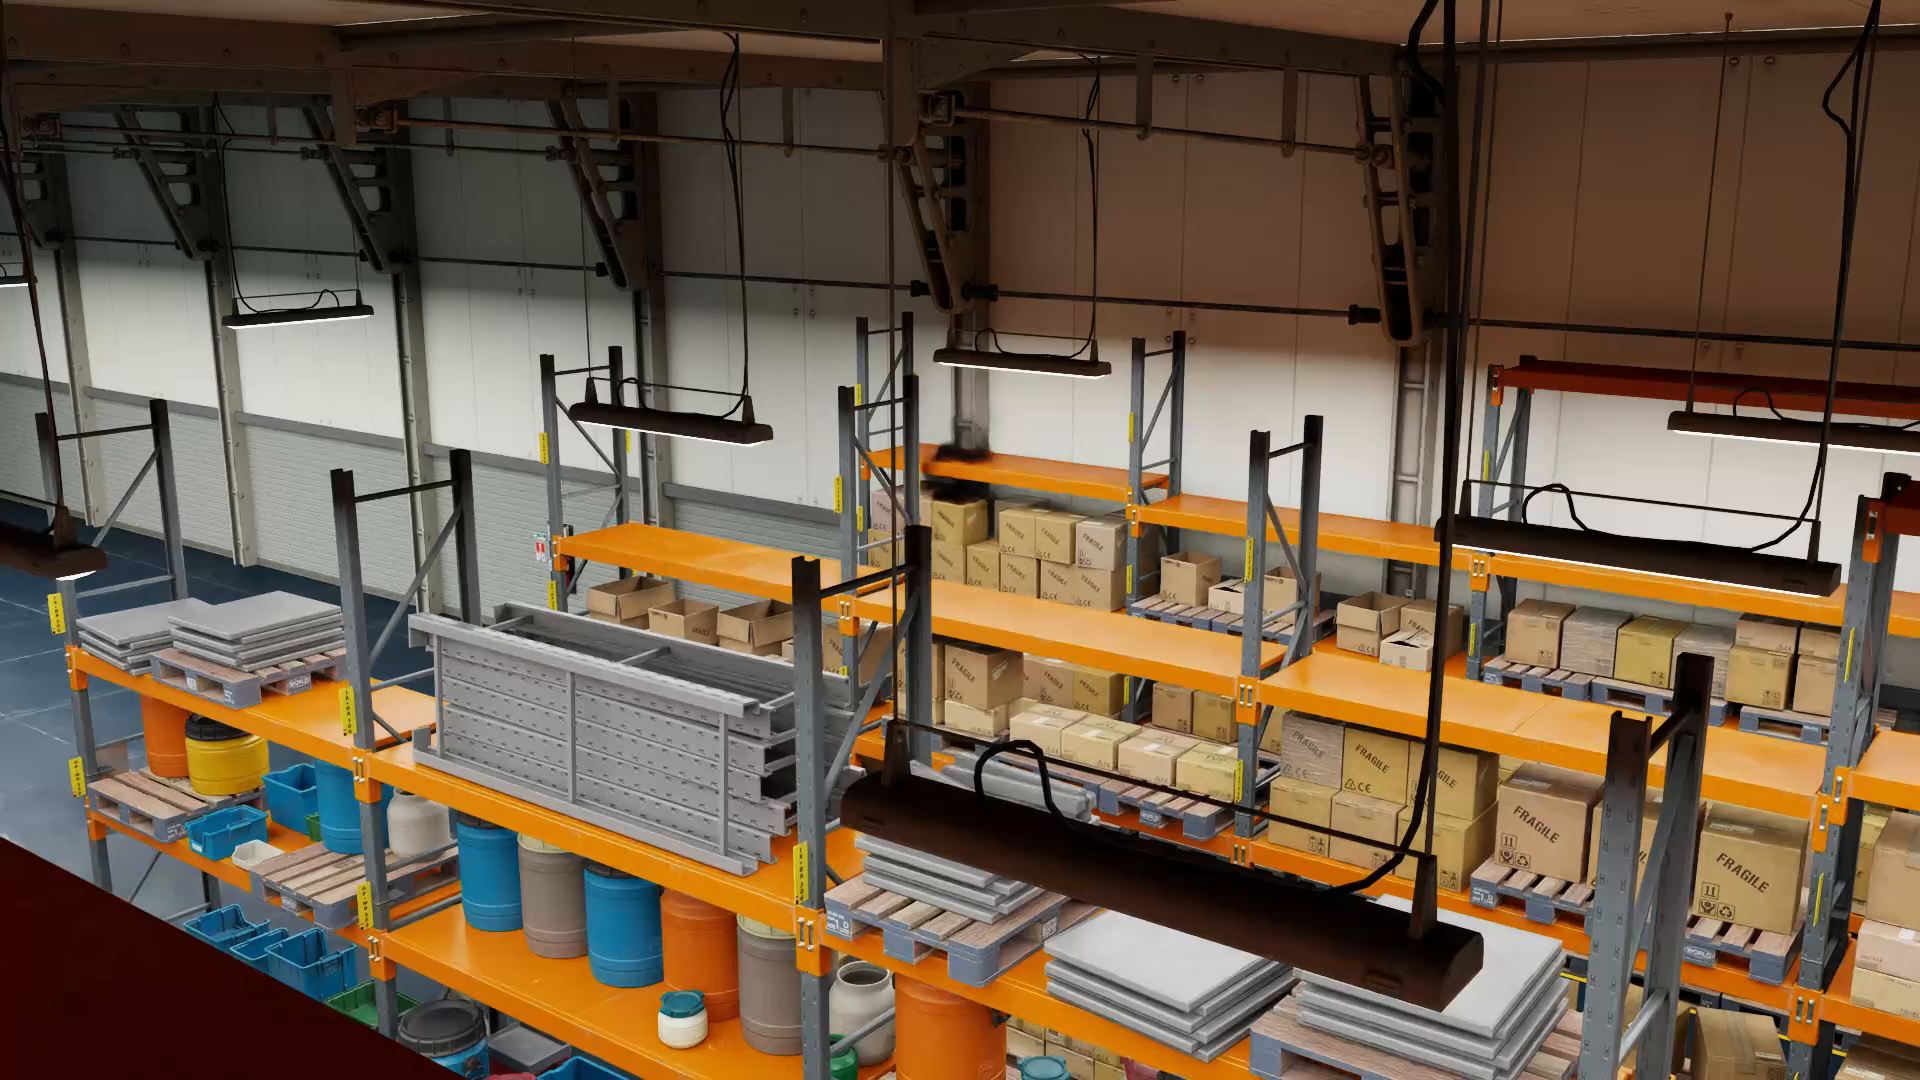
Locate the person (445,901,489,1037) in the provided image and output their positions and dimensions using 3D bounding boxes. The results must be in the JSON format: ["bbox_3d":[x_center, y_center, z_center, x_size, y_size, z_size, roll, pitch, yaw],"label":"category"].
[{"bbox_3d":[-4.447,3.880,14.831,0.839,1.703,0.559,8,15,31],"label":"person"}]
